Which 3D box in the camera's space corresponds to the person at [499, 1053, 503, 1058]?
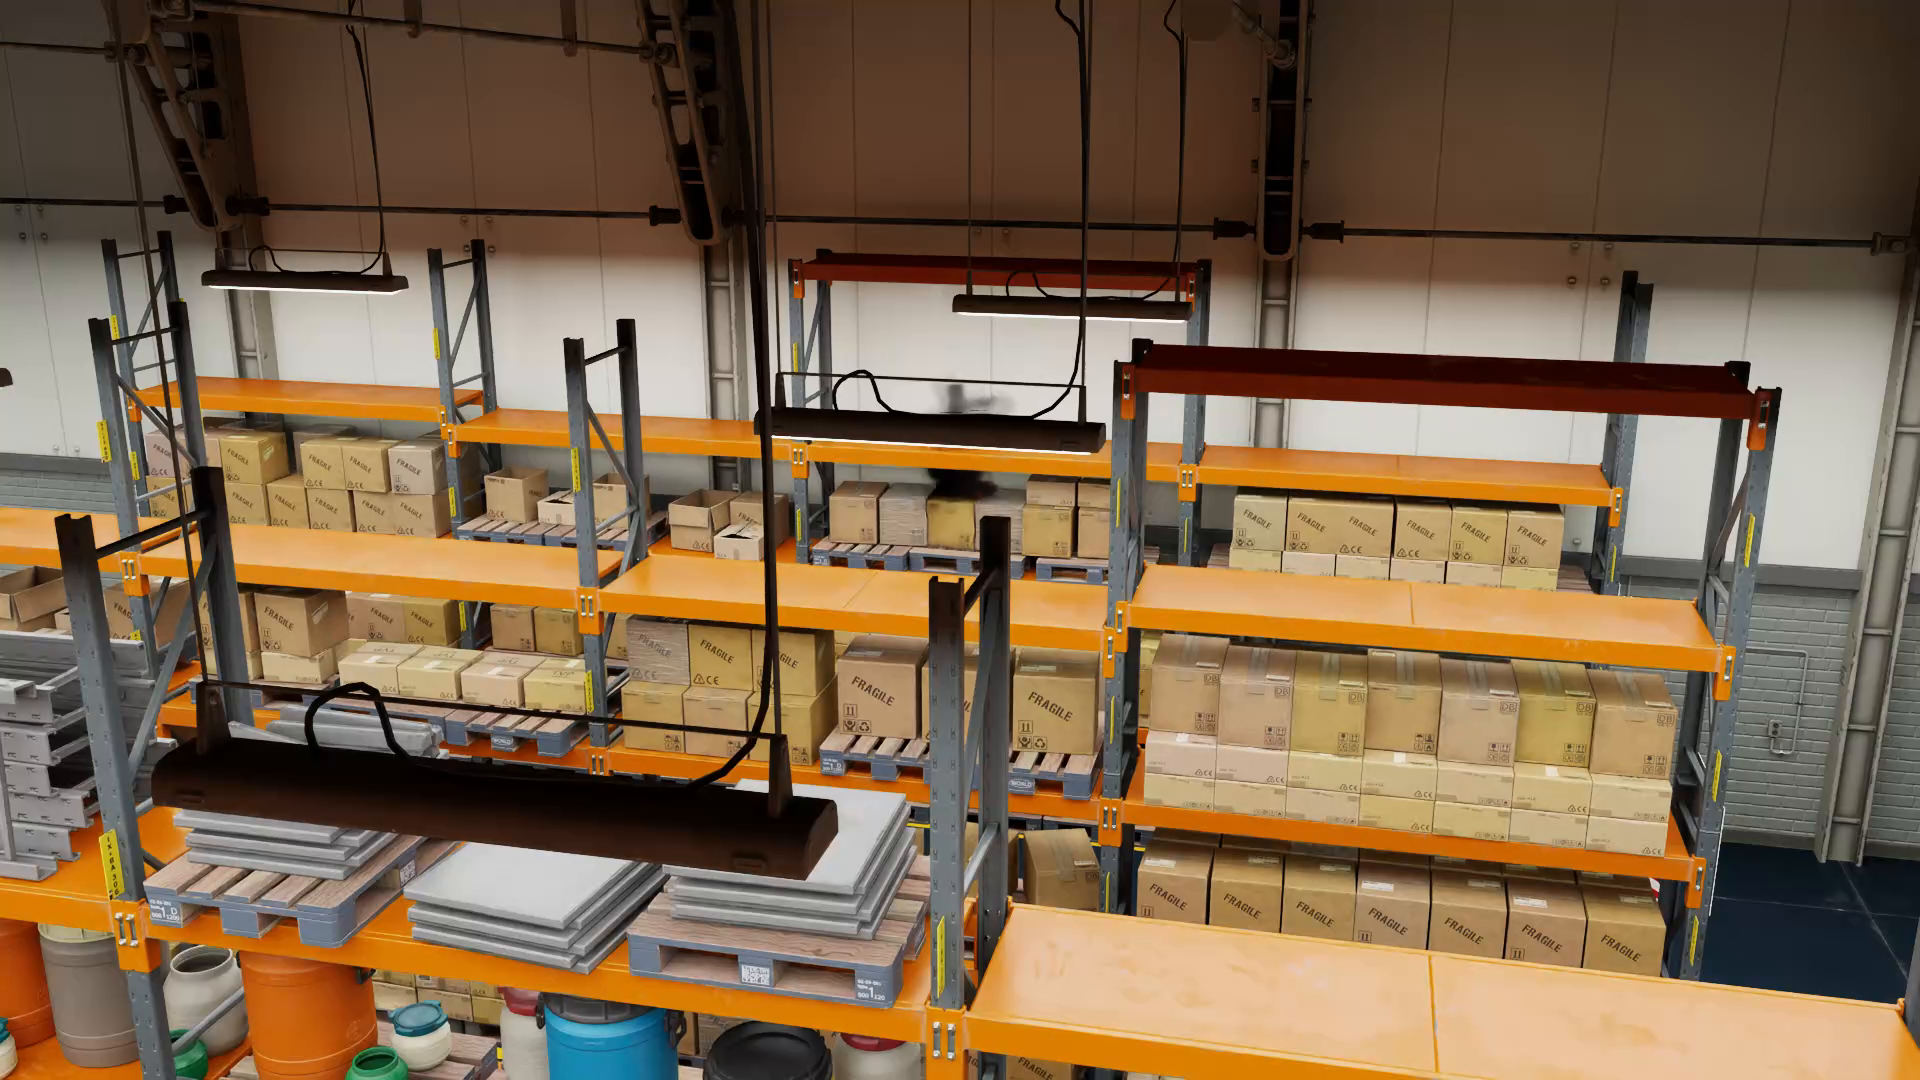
[{"bbox_3d":[-2.871,3.957,11.763,0.866,1.722,0.629,1,16,3],"label":"person"}]
